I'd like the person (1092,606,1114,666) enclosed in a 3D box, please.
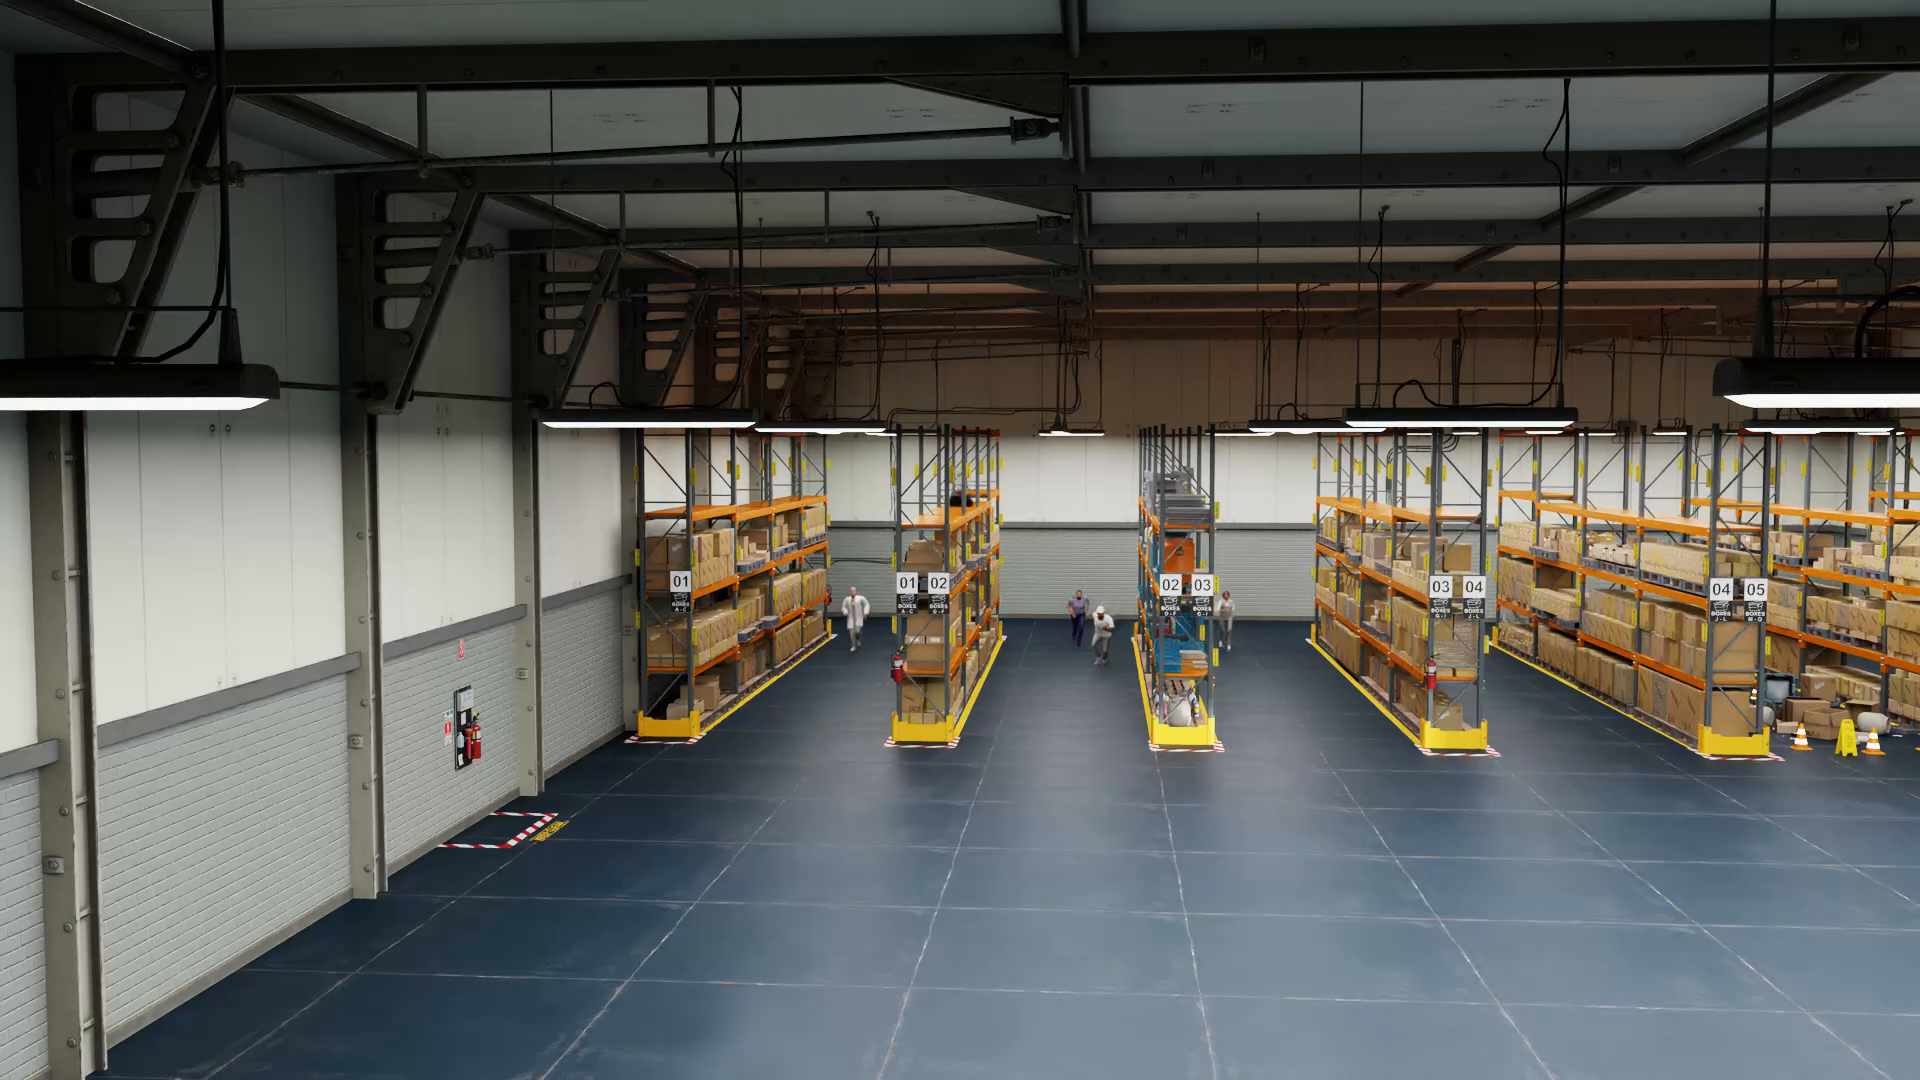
[{"bbox_3d":[3.590,2.385,41.719,0.707,1.537,1.105,1,4,23],"label":"person"}]

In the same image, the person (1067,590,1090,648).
[{"bbox_3d":[3.265,2.155,46.108,0.629,1.615,0.955,0,3,-7],"label":"person"}]

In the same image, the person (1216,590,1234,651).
[{"bbox_3d":[7.181,2.160,45.010,0.540,1.609,0.861,0,3,-4],"label":"person"}]

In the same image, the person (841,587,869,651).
[{"bbox_3d":[-2.833,2.138,44.727,0.725,1.732,0.696,1,4,8],"label":"person"}]

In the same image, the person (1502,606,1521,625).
[{"bbox_3d":[15.815,1.997,47.646,0.735,1.631,0.636,-1,4,-13],"label":"person"}]
